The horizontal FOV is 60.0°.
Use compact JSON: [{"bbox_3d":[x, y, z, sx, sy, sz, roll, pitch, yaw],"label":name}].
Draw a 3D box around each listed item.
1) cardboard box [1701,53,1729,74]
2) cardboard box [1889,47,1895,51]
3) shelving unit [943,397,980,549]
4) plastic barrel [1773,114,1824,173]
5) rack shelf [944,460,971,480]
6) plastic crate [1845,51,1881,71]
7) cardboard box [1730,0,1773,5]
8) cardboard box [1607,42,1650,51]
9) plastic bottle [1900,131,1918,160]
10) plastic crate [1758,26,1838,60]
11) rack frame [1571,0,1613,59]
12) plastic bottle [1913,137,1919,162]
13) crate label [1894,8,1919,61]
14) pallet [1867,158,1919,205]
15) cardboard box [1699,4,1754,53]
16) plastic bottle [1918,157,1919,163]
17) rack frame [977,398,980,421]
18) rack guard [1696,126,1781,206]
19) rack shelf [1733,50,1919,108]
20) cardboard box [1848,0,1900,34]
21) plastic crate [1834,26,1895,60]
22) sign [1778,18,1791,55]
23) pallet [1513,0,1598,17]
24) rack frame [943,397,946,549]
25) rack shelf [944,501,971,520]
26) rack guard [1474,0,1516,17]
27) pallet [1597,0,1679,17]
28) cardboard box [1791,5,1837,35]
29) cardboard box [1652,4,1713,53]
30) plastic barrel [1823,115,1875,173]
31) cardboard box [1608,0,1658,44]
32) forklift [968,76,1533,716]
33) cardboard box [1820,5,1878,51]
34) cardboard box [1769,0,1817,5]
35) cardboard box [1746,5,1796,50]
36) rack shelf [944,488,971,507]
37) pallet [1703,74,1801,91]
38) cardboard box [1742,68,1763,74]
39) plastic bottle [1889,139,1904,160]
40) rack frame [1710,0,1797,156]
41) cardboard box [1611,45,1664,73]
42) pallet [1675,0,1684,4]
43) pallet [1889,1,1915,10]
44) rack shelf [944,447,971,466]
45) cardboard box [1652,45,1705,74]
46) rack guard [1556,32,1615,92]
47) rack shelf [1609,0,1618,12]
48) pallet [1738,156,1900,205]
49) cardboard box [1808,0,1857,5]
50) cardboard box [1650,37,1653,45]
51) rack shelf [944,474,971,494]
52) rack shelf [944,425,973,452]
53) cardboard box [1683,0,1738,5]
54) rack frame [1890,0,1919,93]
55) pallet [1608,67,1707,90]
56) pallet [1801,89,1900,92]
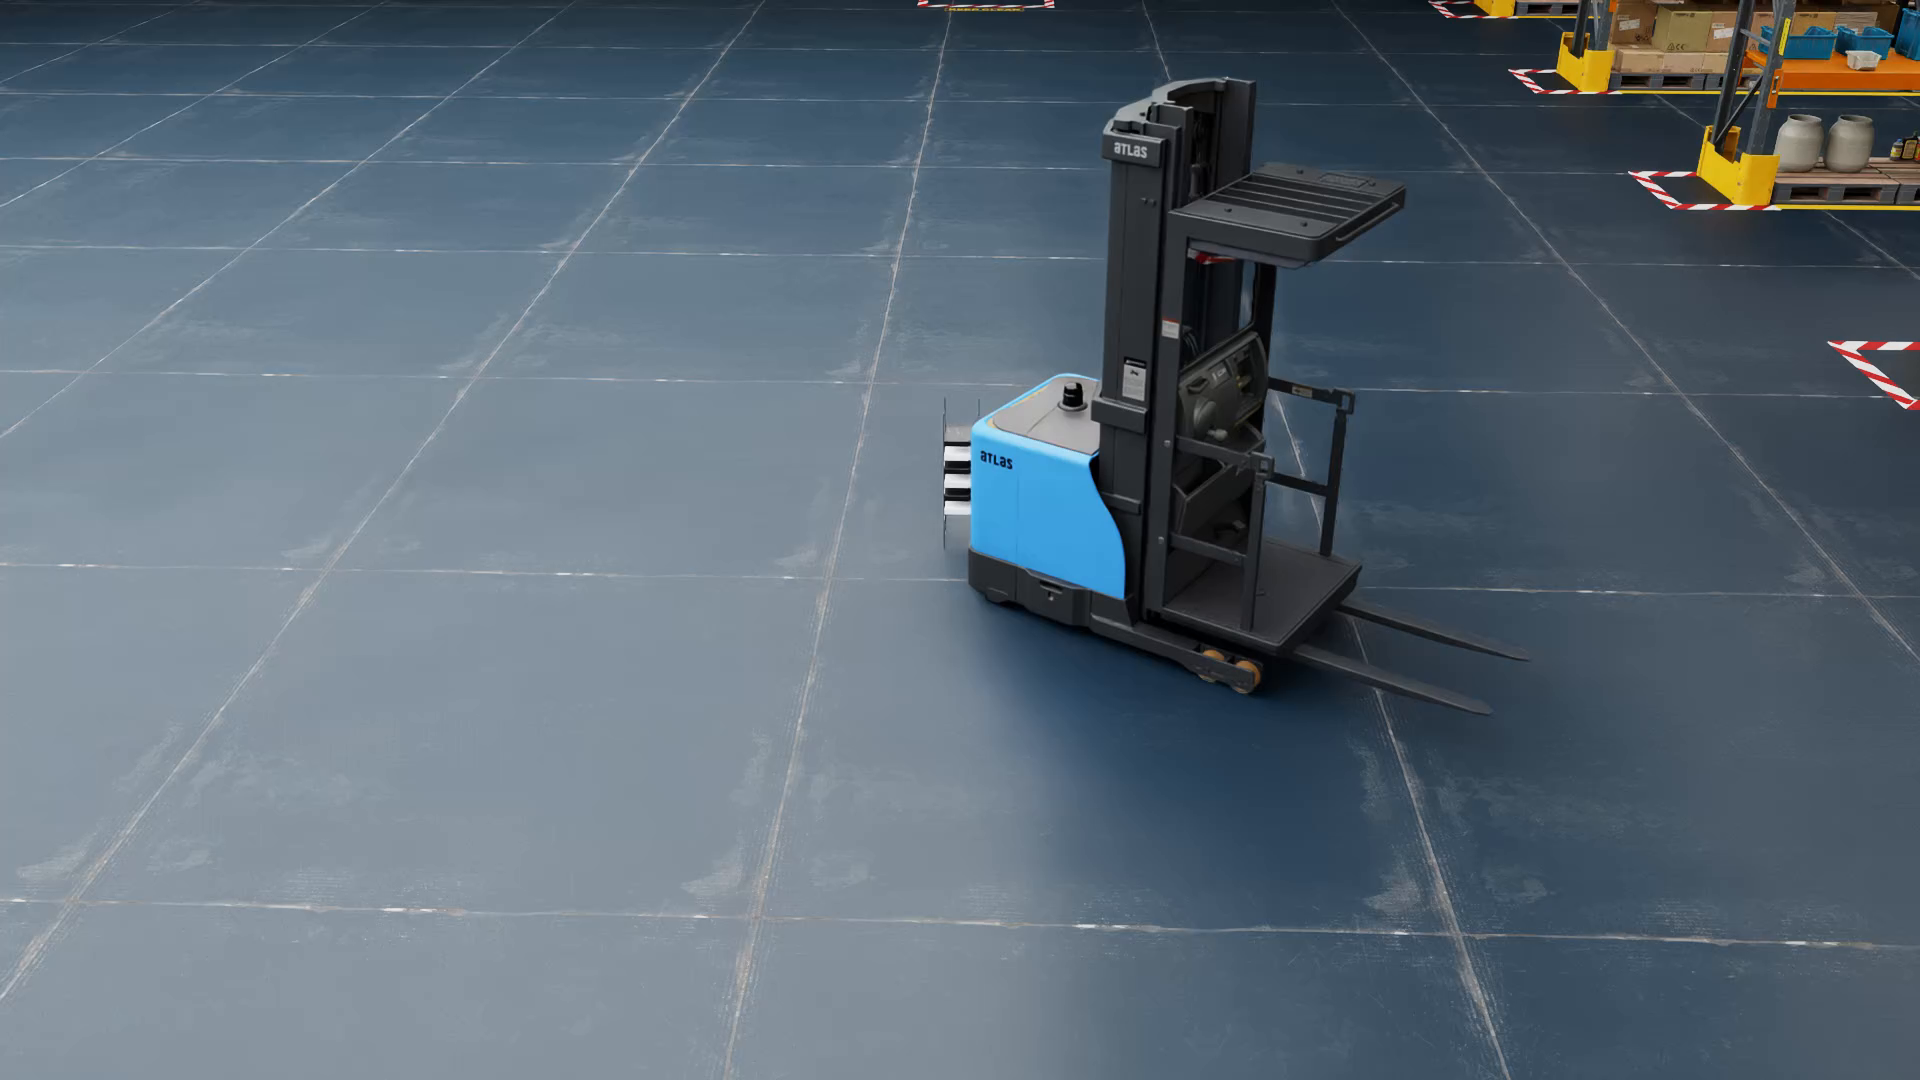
[{"bbox_3d":[9.533,-6.061,20.968,0.500,0.250,0.500,1,28,2],"label":"cardboard box"},{"bbox_3d":[11.532,-6.028,20.906,0.500,0.250,0.500,1,28,2],"label":"cardboard box"},{"bbox_3d":[0.008,-0.397,10.039,0.210,0.900,0.258,1,28,2],"label":"shelving unit"},{"bbox_3d":[8.487,-4.011,16.821,0.421,0.512,0.421,0,28,0],"label":"plastic barrel"},{"bbox_3d":[0.008,-0.448,10.012,0.200,0.077,0.258,1,28,2],"label":"rack shelf"},{"bbox_3d":[8.710,-4.618,16.040,0.250,0.136,0.298,1,28,2],"label":"plastic crate"},{"bbox_3d":[10.051,-6.632,21.245,0.500,0.500,0.500,1,28,2],"label":"cardboard box"},{"bbox_3d":[8.552,-6.318,21.453,0.500,0.250,0.500,1,28,2],"label":"cardboard box"},{"bbox_3d":[9.795,-4.075,17.165,0.133,0.283,0.061,2,28,3],"label":"plastic bottle"},{"bbox_3d":[8.337,-4.966,16.573,0.616,0.251,0.499,1,28,2],"label":"plastic crate"},{"bbox_3d":[8.005,-7.218,20.664,0.127,3.000,1.000,1,28,2],"label":"rack frame"},{"bbox_3d":[9.928,-4.048,17.123,0.135,0.276,0.152,1,28,2],"label":"plastic bottle"},{"bbox_3d":[9.676,-5.011,16.463,0.616,0.435,0.502,1,28,2],"label":"crate label"},{"bbox_3d":[9.932,-3.651,16.912,1.213,0.211,1.003,1,28,2],"label":"pallet"},{"bbox_3d":[9.533,-6.397,20.802,0.500,0.500,0.500,1,28,2],"label":"cardboard box"},{"bbox_3d":[9.925,-4.002,17.027,0.133,0.283,0.061,1,28,2],"label":"plastic bottle"},{"bbox_3d":[0.110,-0.396,10.036,0.006,0.900,0.240,1,28,2],"label":"rack frame"},{"bbox_3d":[7.904,-3.816,16.915,0.348,0.500,1.175,1,28,2],"label":"rack guard"},{"bbox_3d":[9.825,-4.549,16.396,4.000,0.370,1.077,1,28,2],"label":"rack shelf"},{"bbox_3d":[11.550,-6.608,21.200,0.500,0.500,0.500,1,28,2],"label":"cardboard box"},{"bbox_3d":[8.986,-4.952,16.548,0.408,0.251,0.499,1,28,2],"label":"plastic crate"},{"bbox_3d":[7.803,-4.764,15.740,0.005,0.325,0.100,1,28,2],"label":"sign"},{"bbox_3d":[9.063,-8.273,25.632,1.213,0.211,1.003,1,28,2],"label":"pallet"},{"bbox_3d":[-0.093,-0.399,10.042,0.006,0.900,0.240,1,28,2],"label":"rack frame"},{"bbox_3d":[0.008,-0.209,10.139,0.200,0.077,0.258,1,28,2],"label":"rack shelf"},{"bbox_3d":[8.252,-8.431,25.621,0.348,0.500,1.175,1,28,2],"label":"rack guard"},{"bbox_3d":[10.279,-8.252,25.591,1.213,0.211,1.003,1,28,2],"label":"pallet"},{"bbox_3d":[10.532,-6.379,20.768,0.500,0.500,0.500,1,28,2],"label":"cardboard box"},{"bbox_3d":[9.033,-6.400,20.807,0.500,0.500,0.500,1,28,2],"label":"cardboard box"},{"bbox_3d":[8.988,-4.002,16.806,0.421,0.512,0.421,0,28,0],"label":"plastic barrel"},{"bbox_3d":[8.552,-6.650,21.280,0.500,0.500,0.500,1,28,2],"label":"cardboard box"},{"bbox_3d":[1.546,-0.773,8.580,3.031,2.935,1.130,18,33,30],"label":"forklift"},{"bbox_3d":[11.032,-6.373,20.756,0.500,0.500,0.500,1,28,2],"label":"cardboard box"},{"bbox_3d":[10.551,-6.625,21.231,0.500,0.500,0.500,1,28,2],"label":"cardboard box"},{"bbox_3d":[10.032,-6.381,20.771,0.500,0.500,0.500,1,28,2],"label":"cardboard box"},{"bbox_3d":[0.008,-0.288,10.097,0.200,0.077,0.258,1,28,2],"label":"rack shelf"},{"bbox_3d":[9.987,-5.972,21.289,1.213,0.211,1.003,1,28,2],"label":"pallet"},{"bbox_3d":[10.032,-6.050,20.948,0.500,0.250,0.500,1,28,2],"label":"cardboard box"},{"bbox_3d":[9.678,-4.032,17.172,0.097,0.201,0.097,0,28,0],"label":"plastic bottle"},{"bbox_3d":[7.827,-4.900,16.290,0.127,3.000,1.000,1,28,2],"label":"rack frame"},{"bbox_3d":[8.533,-6.076,20.996,0.500,0.250,0.500,1,28,2],"label":"cardboard box"},{"bbox_3d":[11.501,-8.233,25.556,1.213,0.211,1.003,1,28,2],"label":"pallet"},{"bbox_3d":[14.174,-8.208,25.508,1.213,0.211,1.003,1,28,2],"label":"pallet"},{"bbox_3d":[0.008,-0.527,9.970,0.200,0.077,0.258,1,28,2],"label":"rack shelf"},{"bbox_3d":[9.033,-6.069,20.984,0.500,0.250,0.500,1,28,2],"label":"cardboard box"},{"bbox_3d":[7.981,-6.114,21.250,0.348,0.500,1.175,1,28,2],"label":"rack guard"},{"bbox_3d":[10.004,-6.867,20.770,4.000,0.370,1.077,1,28,2],"label":"rack shelf"},{"bbox_3d":[8.716,-3.672,16.952,1.213,0.211,1.003,1,28,2],"label":"pallet"},{"bbox_3d":[11.050,-6.613,21.208,0.500,0.500,0.500,1,28,2],"label":"cardboard box"},{"bbox_3d":[9.052,-6.315,21.448,0.500,0.250,0.500,1,28,2],"label":"cardboard box"},{"bbox_3d":[0.008,-0.368,10.055,0.200,0.077,0.258,1,28,2],"label":"rack shelf"},{"bbox_3d":[0.008,-0.607,9.928,0.200,0.077,0.258,1,28,2],"label":"rack shelf"},{"bbox_3d":[9.552,-6.641,21.261,0.500,0.500,0.500,1,28,2],"label":"cardboard box"},{"bbox_3d":[12.003,-7.152,20.539,0.127,3.000,1.000,1,28,2],"label":"rack frame"},{"bbox_3d":[8.771,-5.993,21.330,1.213,0.211,1.003,1,28,2],"label":"pallet"},{"bbox_3d":[11.209,-5.953,21.254,1.213,0.211,1.003,1,28,2],"label":"pallet"}]
